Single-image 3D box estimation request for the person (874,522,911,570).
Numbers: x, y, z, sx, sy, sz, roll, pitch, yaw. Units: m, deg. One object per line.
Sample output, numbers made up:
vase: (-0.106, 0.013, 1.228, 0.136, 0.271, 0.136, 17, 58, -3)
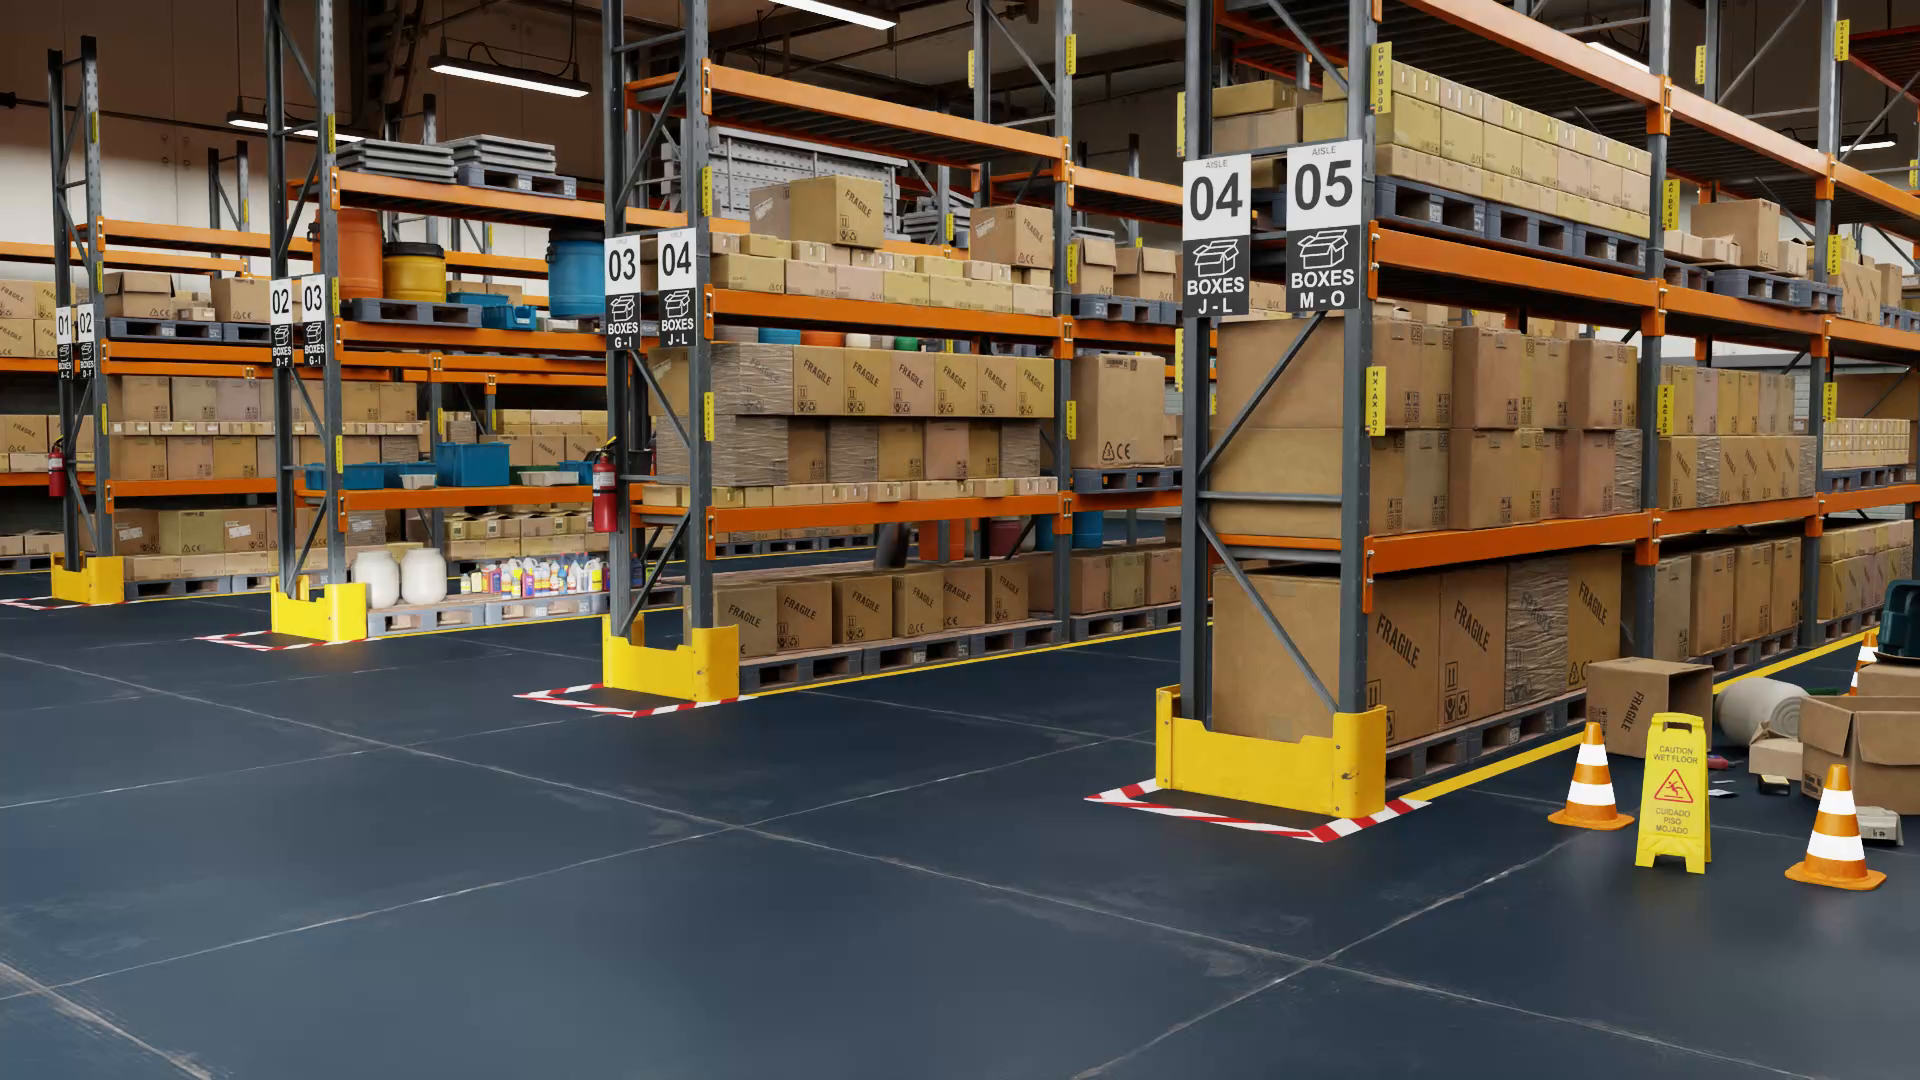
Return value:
person: (-0.740, -0.064, 16.685, 0.469, 1.711, 0.464, 1, 4, 8)
